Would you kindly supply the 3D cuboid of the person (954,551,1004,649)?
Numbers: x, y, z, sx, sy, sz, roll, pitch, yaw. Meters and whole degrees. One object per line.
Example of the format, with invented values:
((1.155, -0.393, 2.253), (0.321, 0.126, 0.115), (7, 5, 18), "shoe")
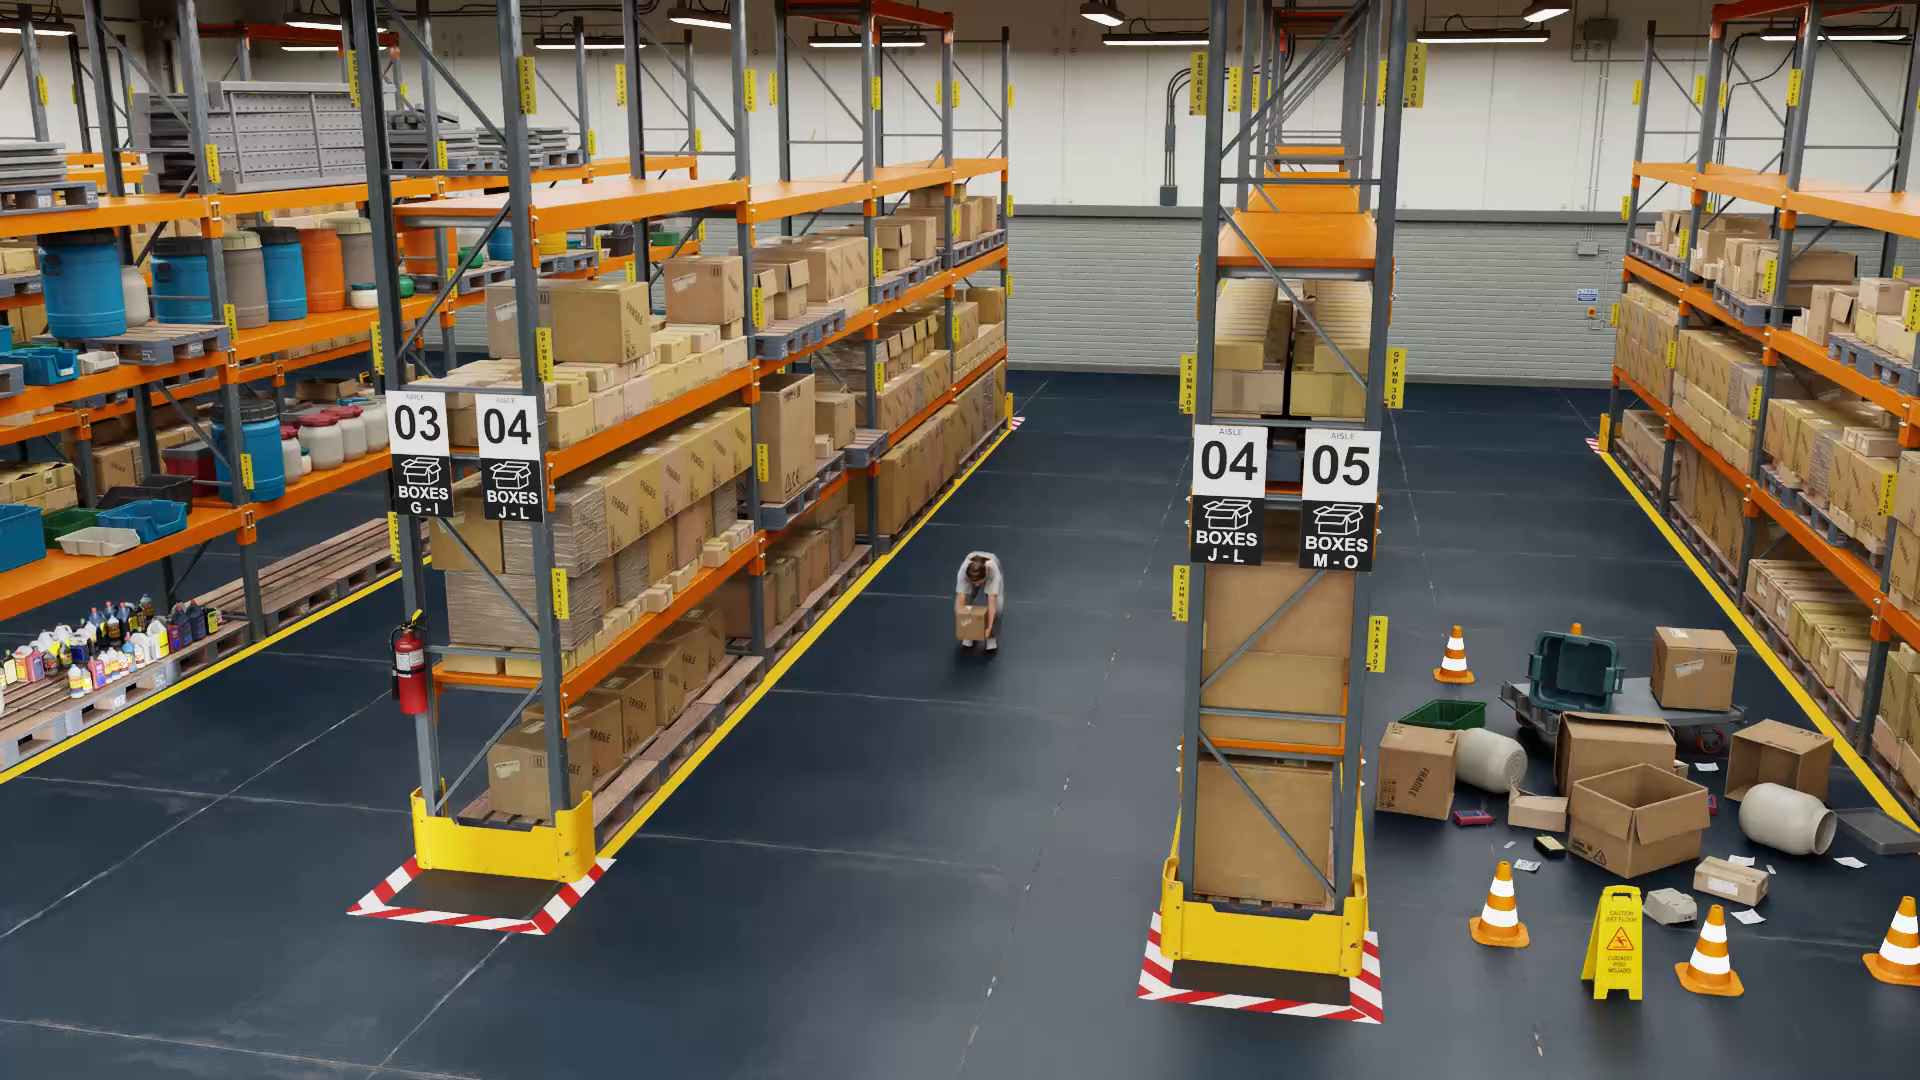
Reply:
((0.179, 0.542, 15.341), (0.463, 0.970, 0.862), (2, 15, 9), "person")
